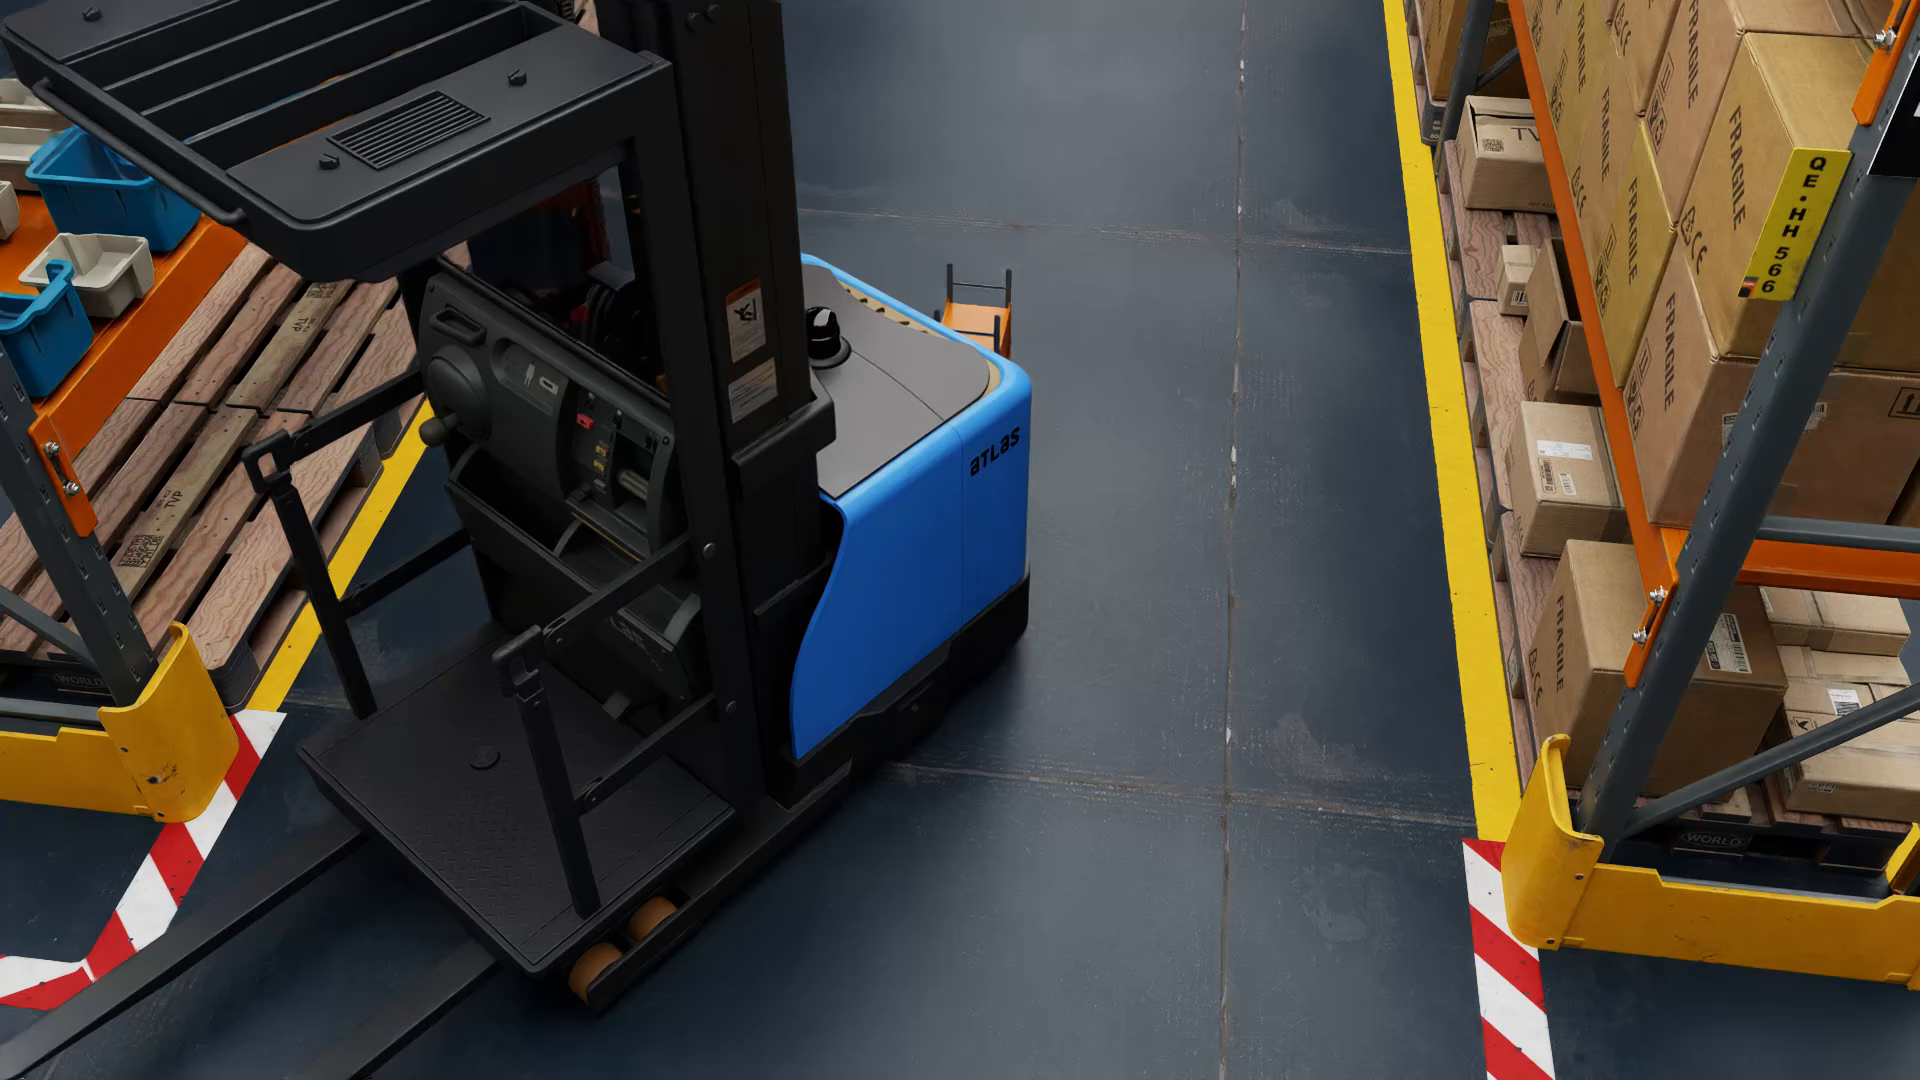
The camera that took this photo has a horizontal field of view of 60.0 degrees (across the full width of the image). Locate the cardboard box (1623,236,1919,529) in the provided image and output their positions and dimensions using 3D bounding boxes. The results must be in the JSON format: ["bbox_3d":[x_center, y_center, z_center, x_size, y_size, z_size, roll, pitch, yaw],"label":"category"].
[{"bbox_3d":[1.897,-0.354,3.869,0.500,0.500,0.500,6,44,7],"label":"cardboard box"}]

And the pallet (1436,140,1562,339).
[{"bbox_3d":[2.544,-1.233,6.899,1.003,0.211,1.213,5,44,6],"label":"pallet"}]

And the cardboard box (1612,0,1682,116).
[{"bbox_3d":[2.023,-1.413,4.261,0.500,0.500,0.500,6,44,7],"label":"cardboard box"}]

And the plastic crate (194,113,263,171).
[{"bbox_3d":[-2.229,-1.178,4.961,0.250,0.136,0.298,5,44,6],"label":"plastic crate"}]

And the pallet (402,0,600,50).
[{"bbox_3d":[-2.130,-2.676,8.423,1.003,0.211,1.213,5,44,6],"label":"pallet"}]

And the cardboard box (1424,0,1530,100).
[{"bbox_3d":[2.417,-2.328,7.525,0.500,0.500,0.500,5,44,5],"label":"cardboard box"}]

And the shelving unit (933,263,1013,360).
[{"bbox_3d":[0.040,-0.376,5.384,0.215,1.050,0.252,6,44,7],"label":"shelving unit"}]

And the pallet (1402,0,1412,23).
[{"bbox_3d":[2.865,-3.093,8.863,1.003,0.211,1.213,5,44,6],"label":"pallet"}]

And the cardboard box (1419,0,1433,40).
[{"bbox_3d":[2.491,-2.664,7.880,0.500,0.500,0.500,5,44,6],"label":"cardboard box"}]

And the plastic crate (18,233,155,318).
[{"bbox_3d":[-2.319,-0.716,4.472,0.250,0.136,0.298,5,44,6],"label":"plastic crate"}]

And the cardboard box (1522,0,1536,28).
[{"bbox_3d":[2.234,-2.078,5.690,0.500,0.500,0.500,6,44,6],"label":"cardboard box"}]

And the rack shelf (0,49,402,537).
[{"bbox_3d":[-2.538,-1.542,5.720,1.077,0.370,4.000,5,44,6],"label":"rack shelf"}]

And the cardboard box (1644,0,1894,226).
[{"bbox_3d":[1.959,-1.060,3.887,0.500,0.500,0.500,6,44,7],"label":"cardboard box"}]

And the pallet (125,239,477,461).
[{"bbox_3d":[-2.491,-0.815,6.458,1.003,0.211,1.213,5,44,6],"label":"pallet"}]

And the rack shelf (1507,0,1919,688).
[{"bbox_3d":[2.372,-1.089,5.242,1.077,0.370,4.000,5,44,6],"label":"rack shelf"}]

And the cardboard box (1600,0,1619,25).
[{"bbox_3d":[2.091,-1.763,4.631,0.500,0.500,0.500,6,44,7],"label":"cardboard box"}]

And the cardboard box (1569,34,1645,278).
[{"bbox_3d":[2.033,-1.047,4.602,0.500,0.500,0.500,6,44,6],"label":"cardboard box"}]

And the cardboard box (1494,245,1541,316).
[{"bbox_3d":[2.262,-0.988,6.352,0.380,0.166,0.250,5,44,6],"label":"cardboard box"}]

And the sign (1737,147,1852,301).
[{"bbox_3d":[1.560,-0.587,3.116,0.100,0.325,0.005,5,44,6],"label":"sign"}]

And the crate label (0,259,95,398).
[{"bbox_3d":[-2.443,-0.540,4.216,0.416,0.233,0.303,5,44,6],"label":"crate label"}]

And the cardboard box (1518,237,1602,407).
[{"bbox_3d":[2.393,-0.686,5.789,0.797,0.503,0.637,5,44,6],"label":"cardboard box"}]

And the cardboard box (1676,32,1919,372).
[{"bbox_3d":[1.893,-0.715,3.524,0.500,0.500,0.500,5,44,5],"label":"cardboard box"}]

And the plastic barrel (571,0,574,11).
[{"bbox_3d":[-2.185,-2.926,7.879,0.600,0.901,0.708,5,44,6],"label":"plastic barrel"}]

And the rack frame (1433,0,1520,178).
[{"bbox_3d":[2.636,-2.714,6.434,1.000,3.000,0.127,5,44,6],"label":"rack frame"}]

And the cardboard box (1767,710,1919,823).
[{"bbox_3d":[2.503,0.634,4.653,0.380,0.149,0.250,5,44,6],"label":"cardboard box"}]

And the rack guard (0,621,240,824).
[{"bbox_3d":[-2.793,0.485,4.874,1.175,0.500,0.348,5,44,6],"label":"rack guard"}]

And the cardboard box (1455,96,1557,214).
[{"bbox_3d":[2.366,-1.631,6.926,0.500,0.311,0.500,5,44,6],"label":"cardboard box"}]

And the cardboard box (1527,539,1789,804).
[{"bbox_3d":[1.935,0.367,4.678,0.500,0.500,0.500,5,44,6],"label":"cardboard box"}]

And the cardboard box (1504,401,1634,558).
[{"bbox_3d":[2.090,-0.187,5.445,0.500,0.250,0.500,5,44,6],"label":"cardboard box"}]

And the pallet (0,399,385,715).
[{"bbox_3d":[-2.655,0.014,5.582,1.003,0.211,1.213,5,44,6],"label":"pallet"}]

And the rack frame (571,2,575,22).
[{"bbox_3d":[-2.273,-3.166,6.912,1.000,3.000,0.127,5,44,6],"label":"rack frame"}]

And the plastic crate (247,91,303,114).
[{"bbox_3d":[-2.269,-1.437,5.164,0.416,0.233,0.300,5,44,6],"label":"plastic crate"}]

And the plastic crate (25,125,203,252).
[{"bbox_3d":[-2.356,-0.988,4.690,0.416,0.233,0.300,5,44,6],"label":"plastic crate"}]

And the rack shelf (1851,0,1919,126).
[{"bbox_3d":[2.372,-2.179,4.211,1.077,0.370,4.000,5,44,6],"label":"rack shelf"}]

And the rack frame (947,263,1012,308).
[{"bbox_3d":[0.059,-0.459,5.471,0.200,1.050,0.008,6,44,7],"label":"rack frame"}]

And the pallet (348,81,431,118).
[{"bbox_3d":[-2.332,-1.649,7.338,1.003,0.211,1.213,5,44,6],"label":"pallet"}]

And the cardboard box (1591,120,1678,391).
[{"bbox_3d":[1.962,-0.708,4.243,0.500,0.500,0.500,6,44,6],"label":"cardboard box"}]

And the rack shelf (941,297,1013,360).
[{"bbox_3d":[0.040,-0.574,5.196,0.215,0.259,0.240,6,44,7],"label":"rack shelf"}]

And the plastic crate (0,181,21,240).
[{"bbox_3d":[-2.874,-0.939,4.708,0.396,0.136,0.243,5,44,6],"label":"plastic crate"}]

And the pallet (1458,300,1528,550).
[{"bbox_3d":[2.385,-0.399,6.018,1.003,0.211,1.213,5,44,6],"label":"pallet"}]

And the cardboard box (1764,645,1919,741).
[{"bbox_3d":[2.536,0.457,4.826,0.380,0.166,0.250,5,44,6],"label":"cardboard box"}]

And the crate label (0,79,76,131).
[{"bbox_3d":[-2.809,-1.327,5.118,0.396,0.136,0.243,5,44,6],"label":"crate label"}]

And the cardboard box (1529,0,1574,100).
[{"bbox_3d":[2.166,-1.737,5.330,0.500,0.500,0.500,5,44,5],"label":"cardboard box"}]

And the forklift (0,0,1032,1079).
[{"bbox_3d":[-1.138,-0.224,3.854,1.130,2.935,3.031,32,52,29],"label":"forklift"}]

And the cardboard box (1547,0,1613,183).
[{"bbox_3d":[2.100,-1.391,4.964,0.500,0.500,0.500,5,44,5],"label":"cardboard box"}]

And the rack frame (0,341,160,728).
[{"bbox_3d":[-2.802,-0.440,4.033,1.000,3.000,0.127,5,44,6],"label":"rack frame"}]

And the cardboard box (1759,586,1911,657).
[{"bbox_3d":[2.526,0.166,5.073,0.500,0.250,0.500,5,44,6],"label":"cardboard box"}]

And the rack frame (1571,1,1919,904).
[{"bbox_3d":[2.107,0.012,3.555,1.000,3.000,0.127,5,44,6],"label":"rack frame"}]

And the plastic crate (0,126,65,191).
[{"bbox_3d":[-2.821,-1.135,4.915,0.396,0.136,0.243,5,44,6],"label":"plastic crate"}]

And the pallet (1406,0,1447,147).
[{"bbox_3d":[2.706,-2.259,7.982,1.003,0.211,1.213,5,44,6],"label":"pallet"}]

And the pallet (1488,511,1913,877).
[{"bbox_3d":[2.222,0.430,5.143,1.003,0.211,1.213,5,44,6],"label":"pallet"}]

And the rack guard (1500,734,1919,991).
[{"bbox_3d":[2.117,0.868,4.469,1.175,0.500,0.348,5,44,6],"label":"rack guard"}]

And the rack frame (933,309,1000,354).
[{"bbox_3d":[0.020,-0.293,5.296,0.200,1.050,0.008,6,44,7],"label":"rack frame"}]

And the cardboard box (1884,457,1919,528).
[{"bbox_3d":[2.427,-0.302,3.815,0.500,0.500,0.500,6,44,6],"label":"cardboard box"}]

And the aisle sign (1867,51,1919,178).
[{"bbox_3d":[1.794,-0.913,2.642,0.394,0.787,0.004,5,44,6],"label":"aisle sign"}]
